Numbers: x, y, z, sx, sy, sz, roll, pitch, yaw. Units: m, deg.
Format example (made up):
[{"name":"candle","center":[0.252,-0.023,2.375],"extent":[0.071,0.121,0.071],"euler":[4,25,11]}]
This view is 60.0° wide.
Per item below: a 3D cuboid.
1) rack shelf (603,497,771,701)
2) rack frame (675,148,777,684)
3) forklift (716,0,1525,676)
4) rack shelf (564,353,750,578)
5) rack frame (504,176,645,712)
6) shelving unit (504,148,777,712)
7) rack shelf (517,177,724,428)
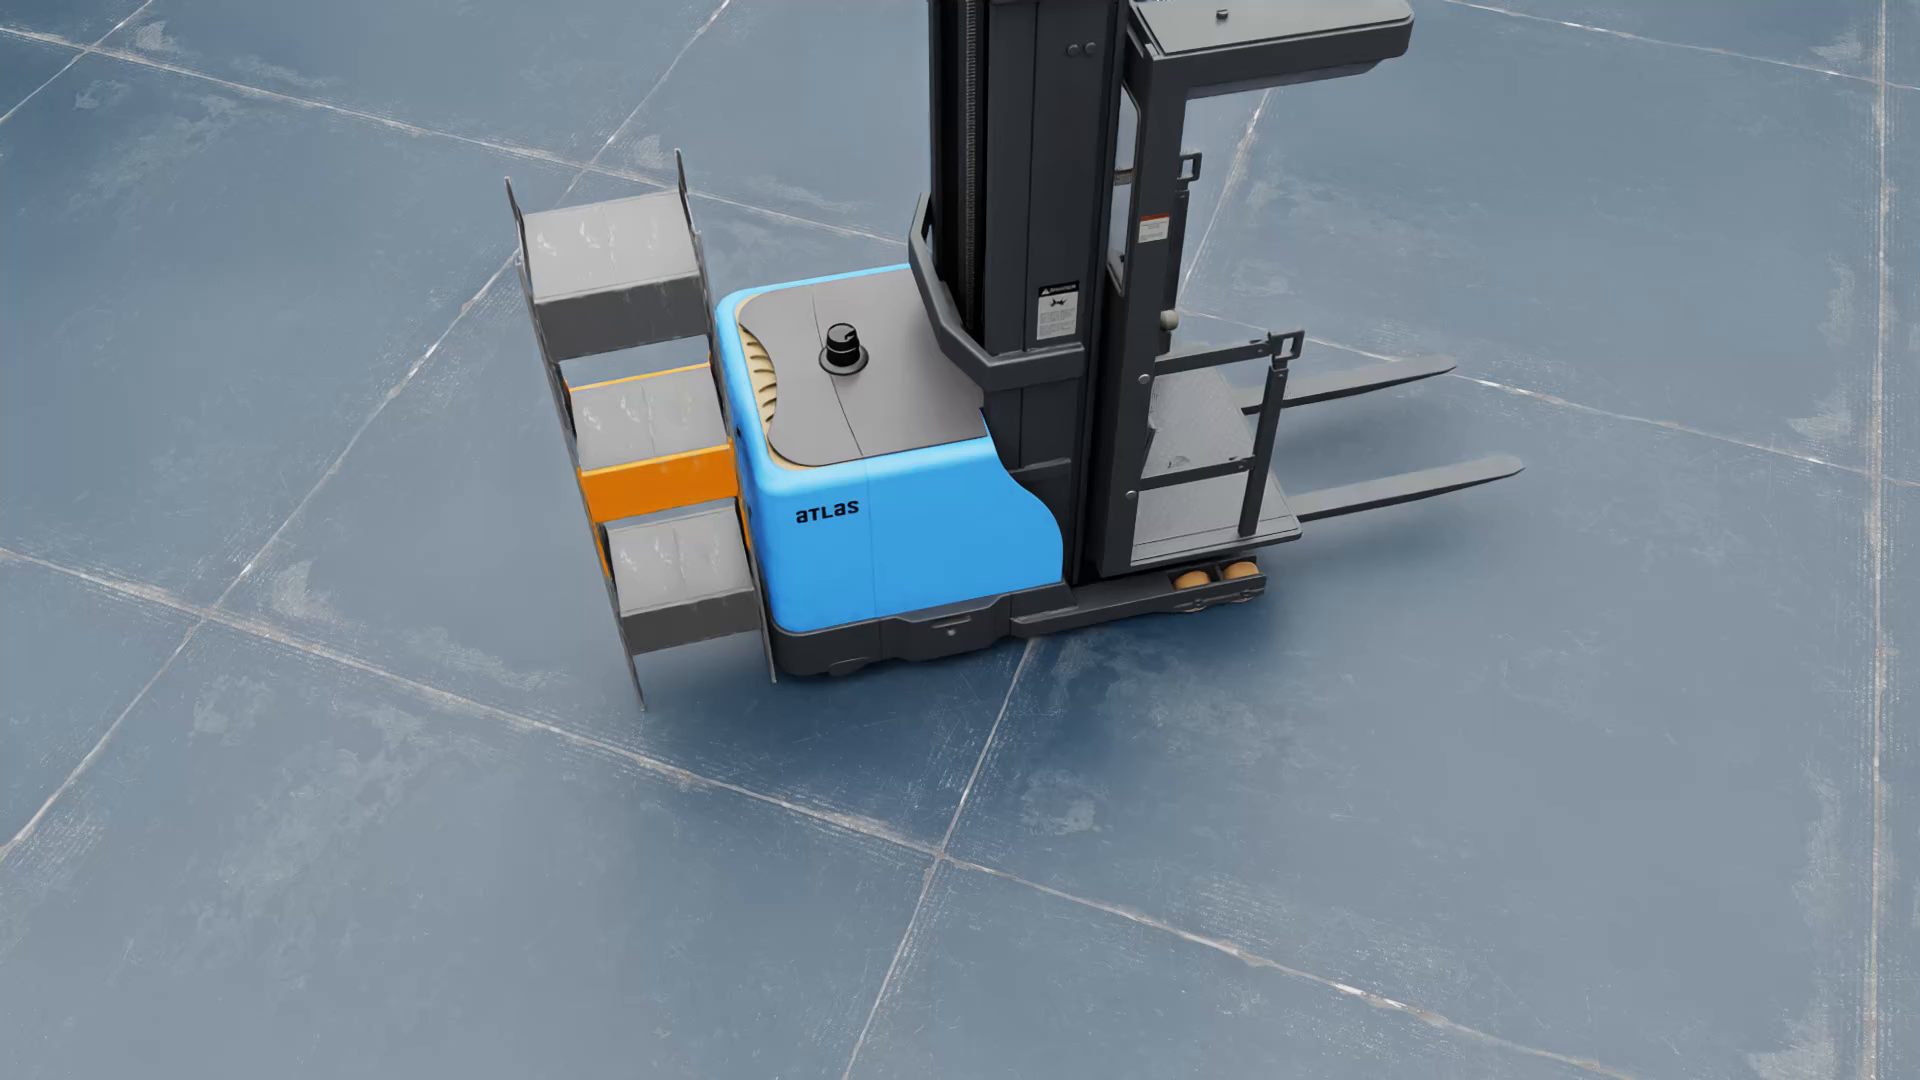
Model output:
[{"name":"rack shelf","center":[-0.977,0.213,5.981],"extent":[0.480,0.518,0.431],"euler":[-12,50,-9]},{"name":"rack frame","center":[-0.752,-0.301,5.478],"extent":[0.015,2.100,0.400],"euler":[-12,50,-9]},{"name":"forklift","center":[0.684,-1.063,5.598],"extent":[3.031,2.935,1.130],"euler":[-11,50,-9]},{"name":"rack shelf","center":[-0.988,-0.243,5.451],"extent":[0.480,0.518,0.431],"euler":[-12,50,-9]},{"name":"rack frame","center":[-1.224,-0.203,5.403],"extent":[0.015,2.100,0.400],"euler":[-12,50,-9]},{"name":"shelving unit","center":[-0.988,-0.252,5.440],"extent":[0.503,2.100,0.431],"euler":[-12,50,-9]},{"name":"rack shelf","center":[-0.999,-0.700,4.920],"extent":[0.480,0.518,0.431],"euler":[-12,50,-9]}]
